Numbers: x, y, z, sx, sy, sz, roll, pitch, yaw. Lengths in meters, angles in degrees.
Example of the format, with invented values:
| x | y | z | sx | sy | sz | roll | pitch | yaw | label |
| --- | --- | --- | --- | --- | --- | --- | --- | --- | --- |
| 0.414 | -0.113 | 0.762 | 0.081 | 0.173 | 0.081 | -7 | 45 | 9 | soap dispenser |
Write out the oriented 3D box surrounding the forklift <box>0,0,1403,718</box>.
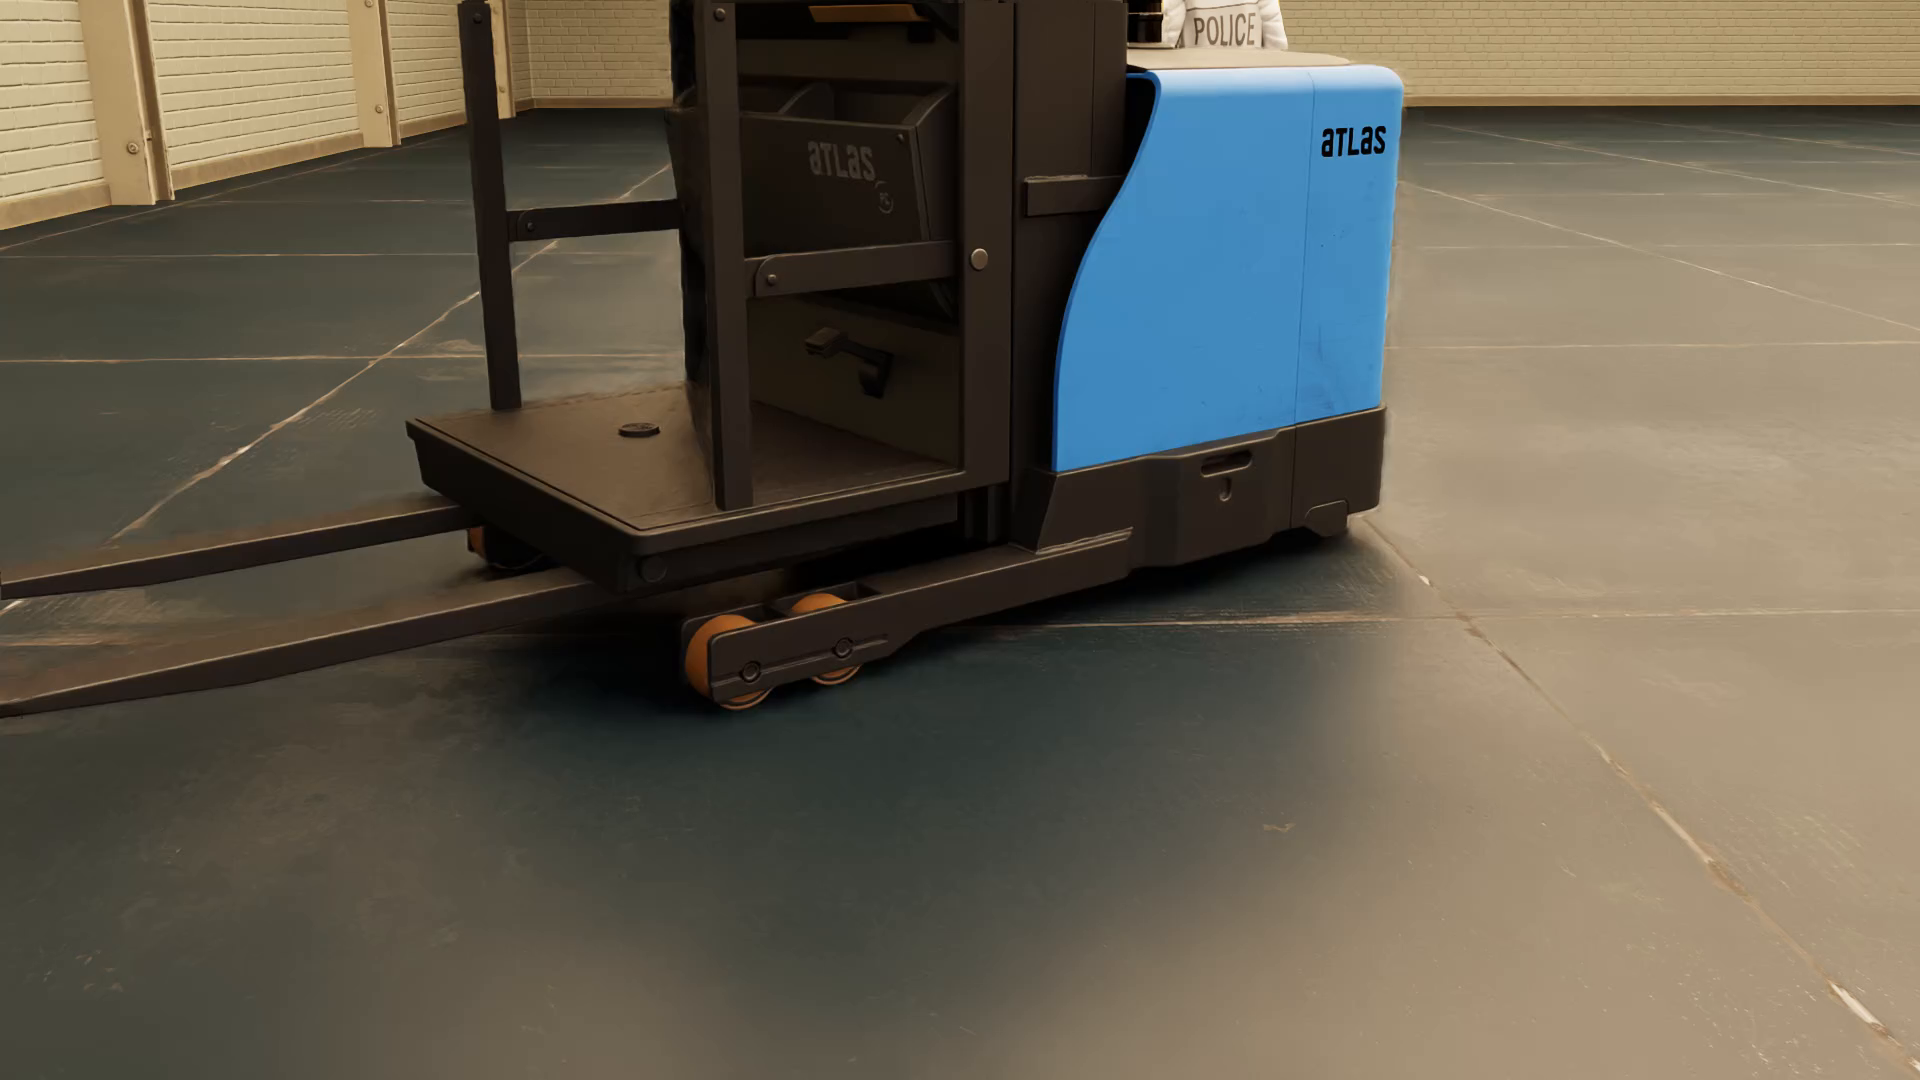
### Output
| x | y | z | sx | sy | sz | roll | pitch | yaw | label |
| --- | --- | --- | --- | --- | --- | --- | --- | --- | --- |
| -0.479 | -1.276 | 3.078 | 3.031 | 2.935 | 1.130 | -13 | 21 | -35 | forklift |

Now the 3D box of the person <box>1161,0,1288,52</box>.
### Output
| x | y | z | sx | sy | sz | roll | pitch | yaw | label |
| --- | --- | --- | --- | --- | --- | --- | --- | --- | --- |
| 0.994 | -1.713 | 6.596 | 0.587 | 1.694 | 0.530 | -1 | 17 | -4 | person |
